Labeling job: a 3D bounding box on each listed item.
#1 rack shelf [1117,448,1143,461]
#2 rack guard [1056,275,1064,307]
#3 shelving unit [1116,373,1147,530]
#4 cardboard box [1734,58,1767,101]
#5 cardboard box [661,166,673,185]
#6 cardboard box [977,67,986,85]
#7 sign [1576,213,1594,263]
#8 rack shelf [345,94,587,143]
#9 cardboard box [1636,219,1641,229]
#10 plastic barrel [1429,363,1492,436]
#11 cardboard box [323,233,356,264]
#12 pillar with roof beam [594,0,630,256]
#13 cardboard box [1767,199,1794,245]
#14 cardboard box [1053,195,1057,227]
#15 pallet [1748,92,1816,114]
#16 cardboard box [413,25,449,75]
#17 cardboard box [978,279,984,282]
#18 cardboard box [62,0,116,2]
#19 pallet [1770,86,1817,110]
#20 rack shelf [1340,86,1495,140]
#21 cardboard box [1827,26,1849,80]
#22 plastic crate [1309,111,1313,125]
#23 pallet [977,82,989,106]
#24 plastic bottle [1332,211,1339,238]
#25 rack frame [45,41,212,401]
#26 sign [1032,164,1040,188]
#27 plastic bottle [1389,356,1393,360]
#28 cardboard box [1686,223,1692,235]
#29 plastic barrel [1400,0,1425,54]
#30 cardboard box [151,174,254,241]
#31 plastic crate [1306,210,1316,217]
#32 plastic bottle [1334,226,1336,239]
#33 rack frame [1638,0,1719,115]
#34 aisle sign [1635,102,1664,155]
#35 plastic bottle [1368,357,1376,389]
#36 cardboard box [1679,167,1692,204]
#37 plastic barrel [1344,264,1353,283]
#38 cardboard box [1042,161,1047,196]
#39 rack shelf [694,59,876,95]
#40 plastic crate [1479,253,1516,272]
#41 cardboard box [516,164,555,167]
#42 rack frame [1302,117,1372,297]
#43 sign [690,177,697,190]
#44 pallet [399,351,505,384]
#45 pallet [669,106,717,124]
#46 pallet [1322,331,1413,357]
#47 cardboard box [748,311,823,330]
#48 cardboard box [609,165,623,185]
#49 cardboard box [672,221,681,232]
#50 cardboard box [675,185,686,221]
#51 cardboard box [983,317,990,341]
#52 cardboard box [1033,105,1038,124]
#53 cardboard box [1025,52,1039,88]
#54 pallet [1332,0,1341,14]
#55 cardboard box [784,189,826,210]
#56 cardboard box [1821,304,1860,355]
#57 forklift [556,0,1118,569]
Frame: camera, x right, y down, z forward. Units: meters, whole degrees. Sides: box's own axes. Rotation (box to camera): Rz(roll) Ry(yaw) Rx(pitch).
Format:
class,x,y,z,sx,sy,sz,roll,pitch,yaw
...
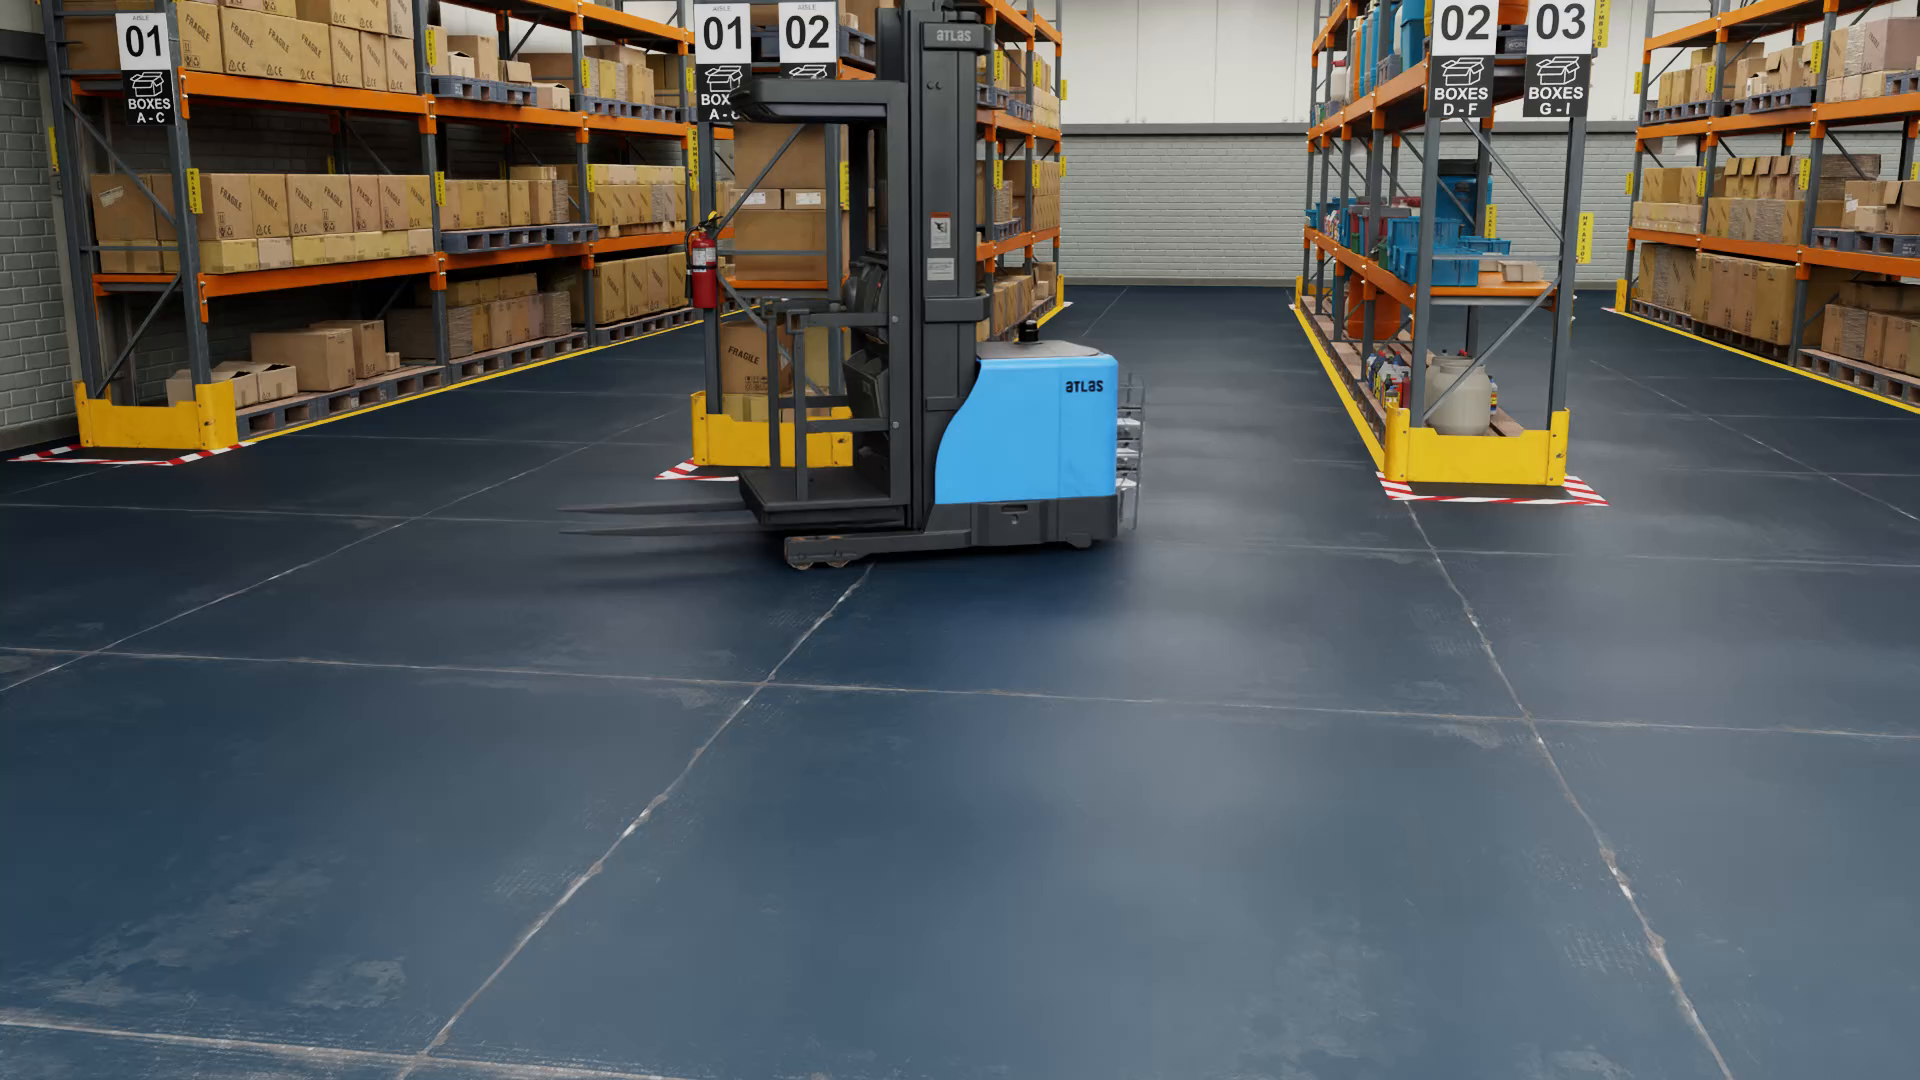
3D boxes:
class,x,y,z,sx,sy,sz,roll,pitch,yaw
rack shelf,0.910,-0.489,9.755,0.258,0.077,0.200,-1,12,-19
rack guard,1.114,-4.123,27.438,1.175,0.500,0.348,2,12,9
shelving unit,0.912,-0.522,9.748,0.258,0.900,0.210,-1,12,-19
cardboard box,10.219,-5.806,20.959,0.700,0.500,0.500,2,12,10
cardboard box,-4.292,-5.047,23.020,0.500,0.250,0.500,2,12,10
cardboard box,-0.071,-5.303,19.620,0.910,0.500,0.500,2,12,9
sign,4.101,-1.985,10.929,0.100,0.325,0.005,2,12,9
rack shelf,-5.308,-4.553,18.090,1.077,0.370,4.000,2,12,9
cardboard box,10.495,-4.800,25.240,0.380,0.149,0.250,2,12,8
plastic barrel,3.584,-0.997,11.910,0.421,0.512,0.421,0,12,0
cardboard box,-5.612,-2.537,14.454,0.500,0.250,0.500,2,12,9
pillar with roof beam,-0.878,-7.655,23.652,9.100,9.000,0.400,2,12,9
cardboard box,9.596,-3.637,19.012,0.500,0.500,0.500,2,12,8
cardboard box,1.249,-5.199,26.262,0.500,0.500,0.500,2,12,9
pallet,9.899,-5.116,19.442,1.003,0.211,1.213,2,12,11
cardboard box,-5.452,-4.854,16.543,0.500,0.500,0.500,4,13,17
cardboard box,0.040,-3.213,22.172,0.500,0.500,0.500,2,12,9
cardboard box,-6.423,-4.302,12.556,0.500,0.500,0.500,2,12,11
pallet,9.730,-4.883,18.361,1.213,0.211,1.003,2,12,11
rack shelf,4.481,-4.232,16.600,1.077,0.370,4.000,2,12,9
cardboard box,9.356,-5.044,17.233,0.500,0.500,0.500,2,12,9
plastic crate,5.685,-6.531,25.867,0.497,0.269,0.590,2,12,9
pallet,-0.290,-4.692,17.475,1.003,0.211,1.213,2,12,11
plastic bottle,4.671,-3.878,20.484,0.144,0.351,0.185,2,12,9
rack frame,-6.231,-2.190,12.534,1.000,3.000,0.127,2,12,9
sign,1.059,-5.077,23.182,0.100,0.325,0.005,2,12,9
plastic bottle,3.774,-1.465,14.575,0.061,0.283,0.133,2,12,9
cardboard box,10.061,-4.211,22.511,0.380,0.149,0.250,2,12,10
plastic barrel,3.915,-4.414,13.550,0.600,0.901,0.708,2,12,9
cardboard box,-5.860,-2.582,12.885,0.500,0.500,0.500,2,12,9
plastic crate,5.555,-4.969,25.686,0.416,0.233,0.300,2,12,9
plastic bottle,4.606,-3.748,20.238,0.097,0.201,0.097,0,12,0
rack frame,10.913,-7.972,25.123,1.000,3.000,0.127,2,12,9
aisle sign,10.628,-6.334,25.596,0.394,0.787,0.004,2,12,9
plastic bottle,3.669,-1.465,14.591,0.152,0.276,0.135,2,12,11
cardboard box,10.186,-4.853,22.764,0.500,0.500,0.500,2,12,9
plastic barrel,5.195,-3.286,21.606,0.600,0.901,0.708,2,12,9
cardboard box,1.019,-5.369,24.676,0.500,0.500,0.500,2,12,7
rack shelf,-1.028,-3.561,13.485,1.077,0.370,4.000,2,12,9
plastic crate,4.174,-2.226,13.330,0.530,0.136,0.437,2,12,9
cardboard box,-5.187,-4.529,20.616,0.500,0.250,0.500,2,12,10
rack frame,6.019,-5.199,26.500,1.000,3.000,0.127,2,12,9
sign,-3.847,-5.200,23.940,0.100,0.325,0.005,2,12,9
pallet,-5.497,-1.821,17.444,1.003,0.211,1.213,2,12,9
pallet,-4.249,-6.281,24.607,1.003,0.211,1.213,2,12,9
pallet,4.869,-2.336,19.834,1.003,0.211,1.213,2,12,9
cardboard box,-1.408,-1.588,13.490,0.500,0.500,0.500,2,12,9
cardboard box,-4.594,-4.624,21.058,0.500,0.250,0.500,2,12,8
cardboard box,-4.173,-4.442,23.533,0.380,0.149,0.250,2,12,10
cardboard box,-4.207,-4.788,23.598,0.500,0.500,0.500,2,12,8
cardboard box,0.055,-2.439,19.221,0.500,0.250,0.500,2,12,10
cardboard box,0.830,-6.014,23.517,0.500,0.250,0.500,2,12,9
cardboard box,0.764,-6.734,23.889,0.700,0.500,0.500,2,12,9
pallet,5.307,-6.838,21.262,1.003,0.211,1.213,2,12,9
cardboard box,-1.062,-2.471,12.061,0.380,0.149,0.250,2,12,8
cardboard box,9.600,-2.227,17.594,0.700,0.500,0.500,1,12,6
forklift,-0.696,-1.401,9.037,3.031,2.935,1.130,-3,13,-14
